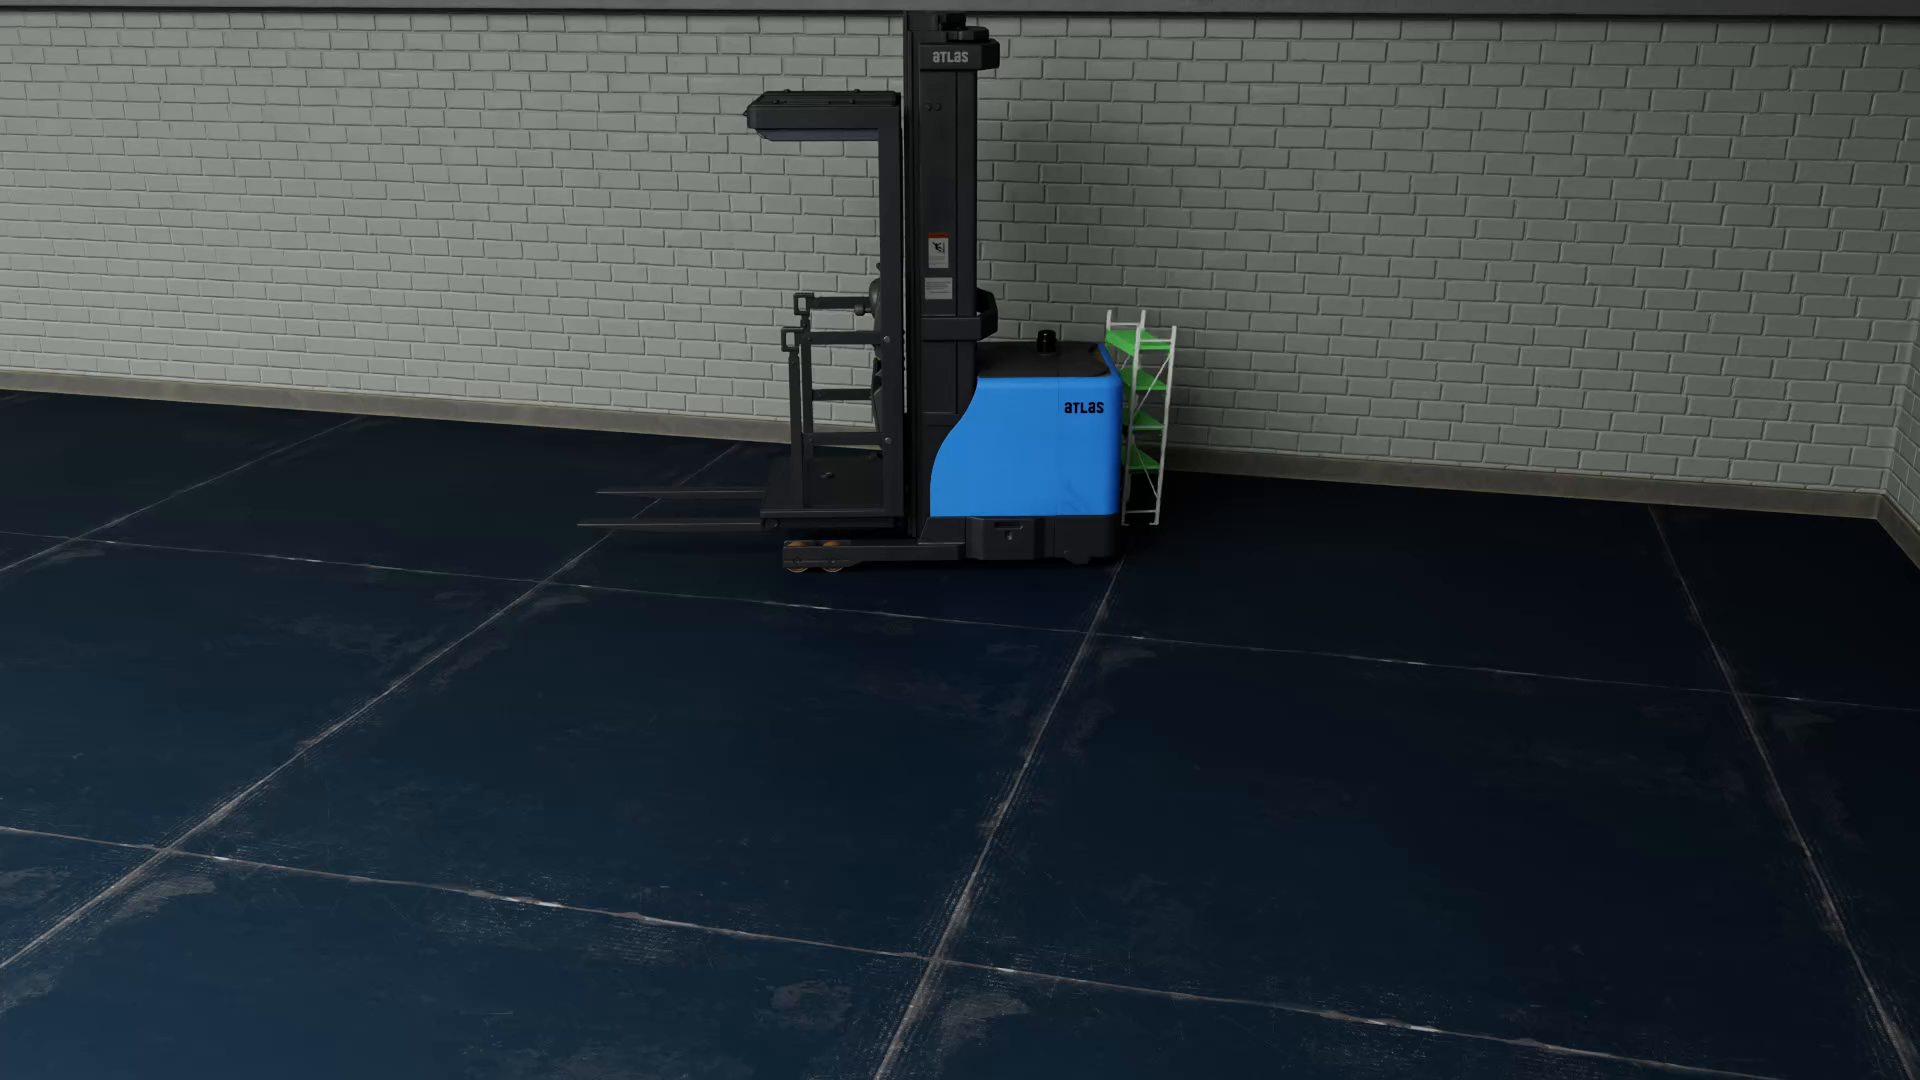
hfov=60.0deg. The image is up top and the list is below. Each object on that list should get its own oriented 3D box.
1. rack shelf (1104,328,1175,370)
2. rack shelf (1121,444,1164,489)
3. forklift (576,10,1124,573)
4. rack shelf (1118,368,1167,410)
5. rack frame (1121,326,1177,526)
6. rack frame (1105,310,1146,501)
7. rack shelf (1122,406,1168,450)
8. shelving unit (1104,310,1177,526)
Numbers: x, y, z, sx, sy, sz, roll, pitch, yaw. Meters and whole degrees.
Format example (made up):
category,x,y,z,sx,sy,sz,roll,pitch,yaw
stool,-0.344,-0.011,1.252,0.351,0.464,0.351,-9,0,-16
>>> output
category,x,y,z,sx,sy,sz,roll,pitch,yaw
rack shelf,1.058,-1.131,9.837,0.258,0.148,0.480,-2,19,-15
rack shelf,1.021,-0.448,10.060,0.258,0.148,0.480,-2,19,-15
forklift,-0.629,-1.382,9.198,3.031,2.935,1.130,-1,19,-1
rack shelf,1.046,-0.904,9.912,0.258,0.148,0.480,-2,19,-15
rack frame,1.101,-0.660,9.743,0.240,1.200,0.015,-2,19,-15
rack frame,0.972,-0.813,10.189,0.240,1.200,0.015,-2,19,-15
rack shelf,1.033,-0.676,9.986,0.258,0.148,0.480,-2,19,-15
shelving unit,1.036,-0.736,9.966,0.258,1.200,0.503,-2,19,-15
